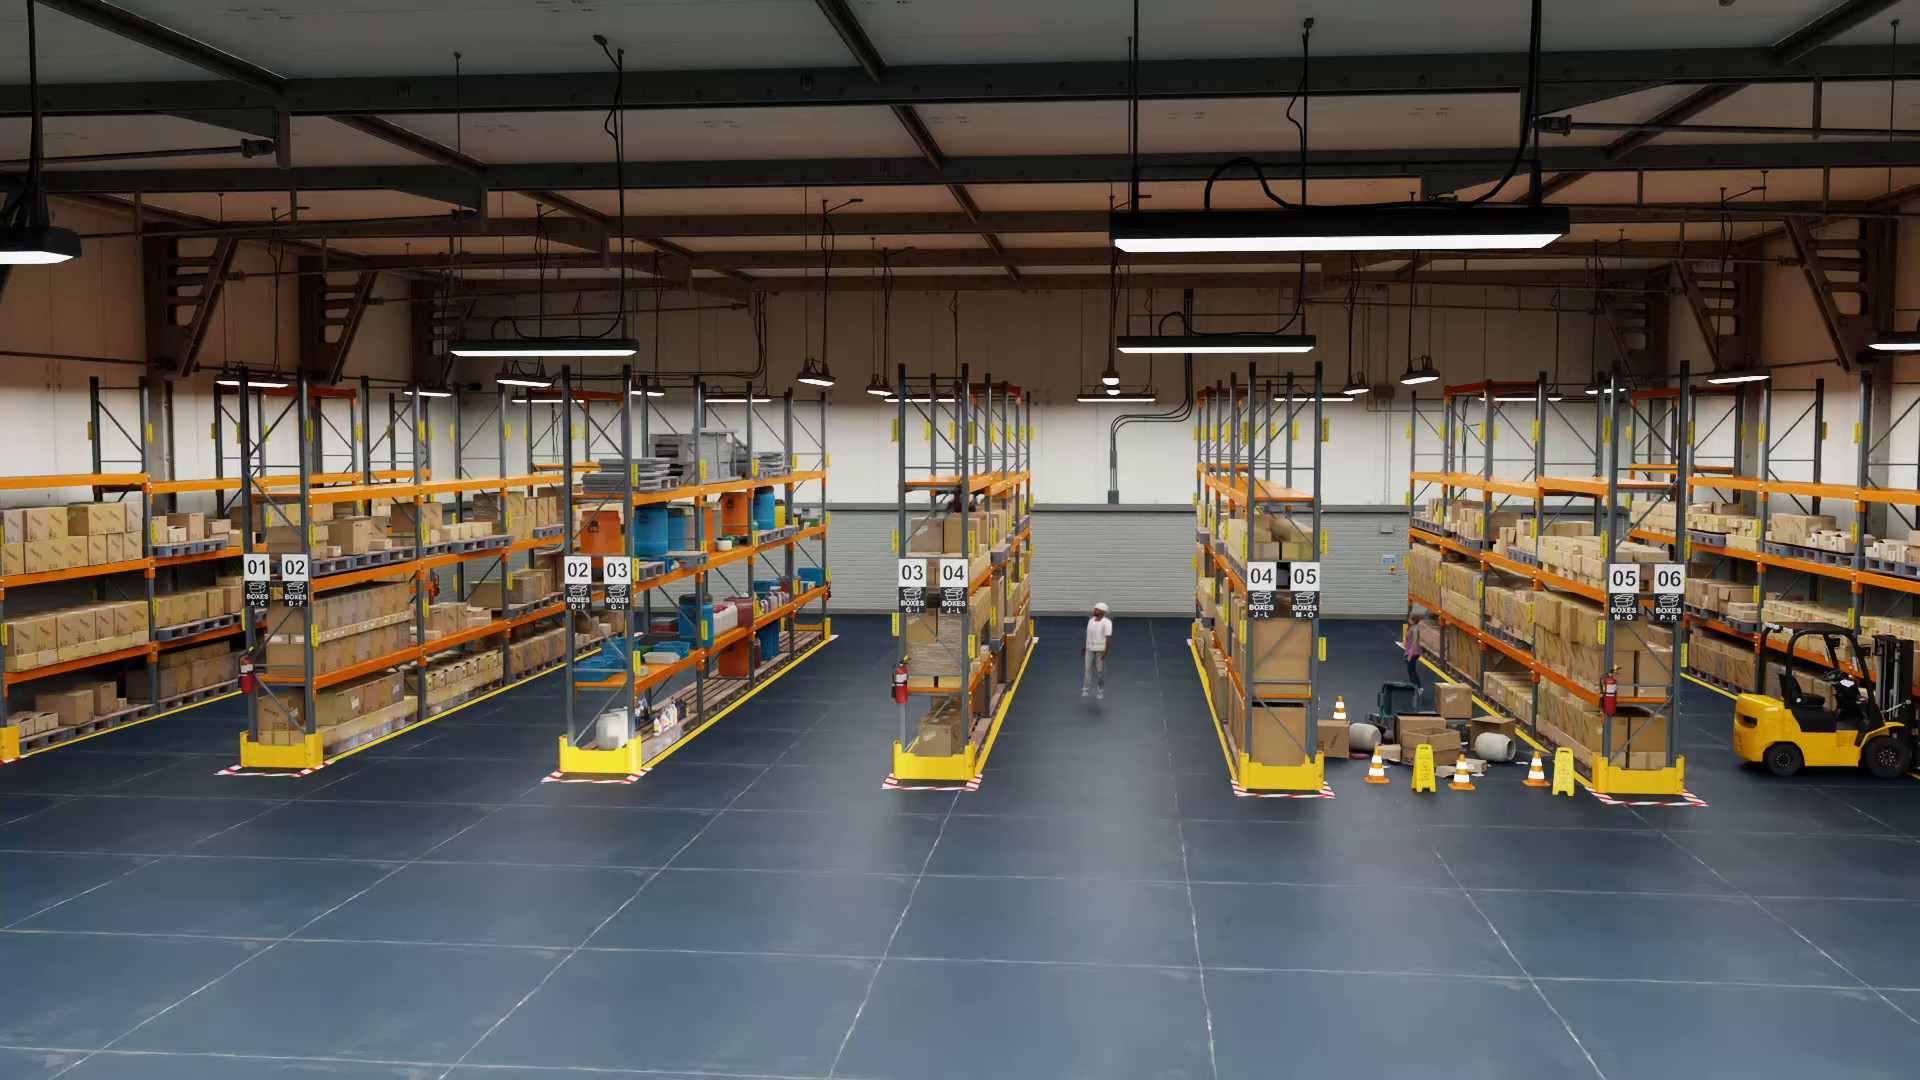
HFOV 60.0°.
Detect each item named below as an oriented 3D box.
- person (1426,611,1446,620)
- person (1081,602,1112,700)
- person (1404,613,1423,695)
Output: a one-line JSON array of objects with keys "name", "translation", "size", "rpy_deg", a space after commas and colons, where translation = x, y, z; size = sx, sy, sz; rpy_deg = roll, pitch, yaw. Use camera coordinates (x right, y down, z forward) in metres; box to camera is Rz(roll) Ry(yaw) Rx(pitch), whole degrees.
[{"name": "person", "translation": [11.555, 1.590, 40.239], "size": [1.057, 1.680, 0.670], "rpy_deg": [1, 4, 16]}, {"name": "person", "translation": [2.497, 2.066, 30.869], "size": [0.634, 1.823, 0.586], "rpy_deg": [2, 4, 34]}, {"name": "person", "translation": [8.553, 2.232, 31.479], "size": [0.392, 1.498, 0.486], "rpy_deg": [2, 4, 33]}]
